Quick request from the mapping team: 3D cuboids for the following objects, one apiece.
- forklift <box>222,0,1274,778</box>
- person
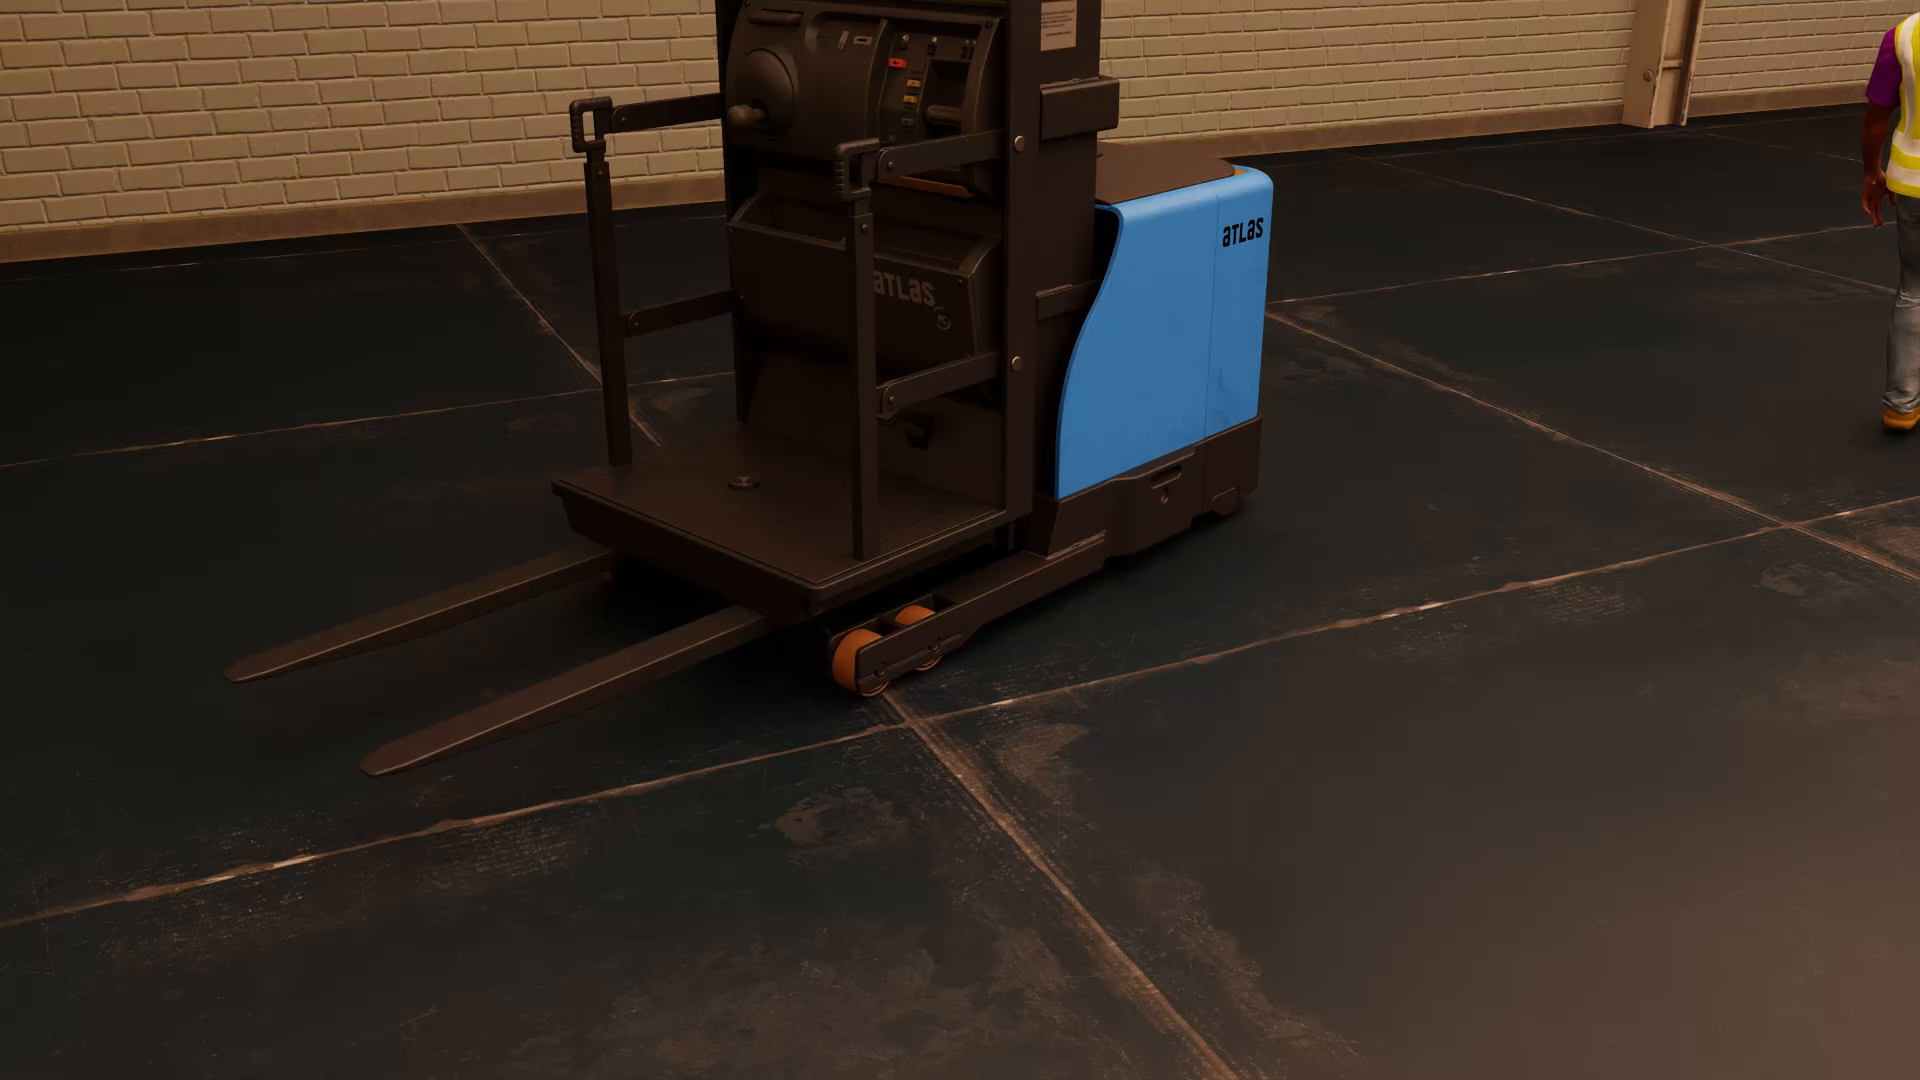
[{"bbox_3d":[-0.413,-1.182,4.131,1.130,2.935,3.031,19,29,39],"label":"forklift"},{"bbox_3d":[3.452,-1.215,5.711,0.589,1.761,0.666,-17,28,-35],"label":"person"}]
